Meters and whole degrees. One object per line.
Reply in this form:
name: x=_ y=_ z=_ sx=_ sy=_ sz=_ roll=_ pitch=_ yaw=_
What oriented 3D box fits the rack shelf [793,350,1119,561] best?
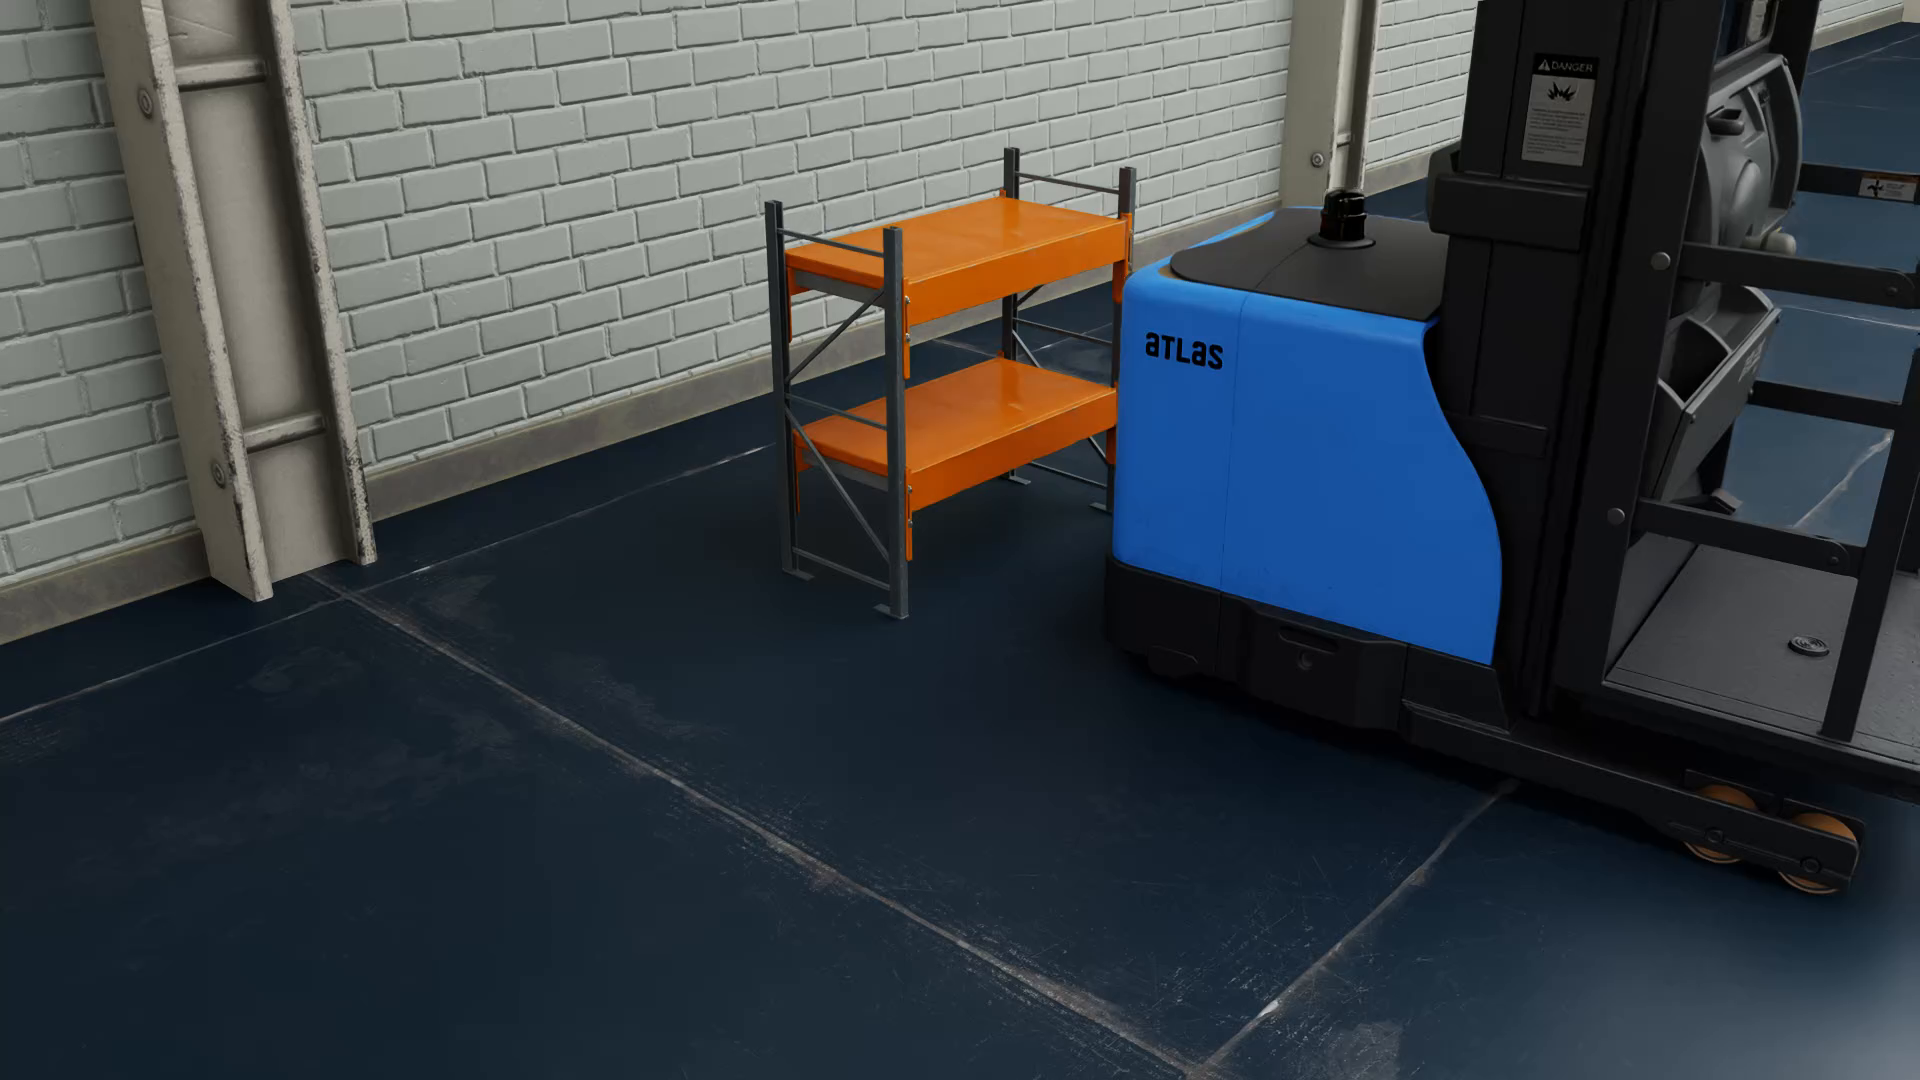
rack shelf: x=-0.005 y=-0.288 z=5.115 sx=0.538 sy=0.278 sz=1.000 roll=20 pitch=31 yaw=38

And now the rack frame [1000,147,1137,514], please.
rack frame: x=0.335 y=-0.666 z=5.361 sx=0.500 sy=1.125 sz=0.032 roll=20 pitch=31 yaw=38

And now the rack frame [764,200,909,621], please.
rack frame: x=-0.344 y=-0.356 z=4.670 sx=0.500 sy=1.125 sz=0.032 roll=20 pitch=31 yaw=38

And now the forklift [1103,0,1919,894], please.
forklift: x=1.889 y=-0.828 z=3.515 sx=3.031 sy=2.935 sz=1.130 roll=16 pitch=29 yaw=31

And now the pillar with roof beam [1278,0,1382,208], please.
pillar with roof beam: x=5.176 y=-4.679 z=4.687 sx=9.100 sy=9.000 sz=0.400 roll=20 pitch=31 yaw=38

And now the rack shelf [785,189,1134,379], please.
rack shelf: x=-0.005 y=-0.778 z=4.896 sx=0.538 sy=0.278 sz=1.000 roll=20 pitch=31 yaw=38

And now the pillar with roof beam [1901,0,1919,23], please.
pillar with roof beam: x=13.185 y=-8.335 z=12.841 sx=9.100 sy=9.000 sz=0.400 roll=20 pitch=31 yaw=38

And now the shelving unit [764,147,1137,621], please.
shelving unit: x=-0.005 y=-0.511 z=5.015 sx=0.538 sy=1.125 sz=1.048 roll=20 pitch=31 yaw=38

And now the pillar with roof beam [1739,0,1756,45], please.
pillar with roof beam: x=9.180 y=-6.507 z=8.764 sx=9.100 sy=9.000 sz=0.400 roll=20 pitch=31 yaw=38

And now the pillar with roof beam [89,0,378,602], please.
pillar with roof beam: x=1.171 y=-2.851 z=0.610 sx=9.100 sy=9.000 sz=0.400 roll=20 pitch=31 yaw=38
